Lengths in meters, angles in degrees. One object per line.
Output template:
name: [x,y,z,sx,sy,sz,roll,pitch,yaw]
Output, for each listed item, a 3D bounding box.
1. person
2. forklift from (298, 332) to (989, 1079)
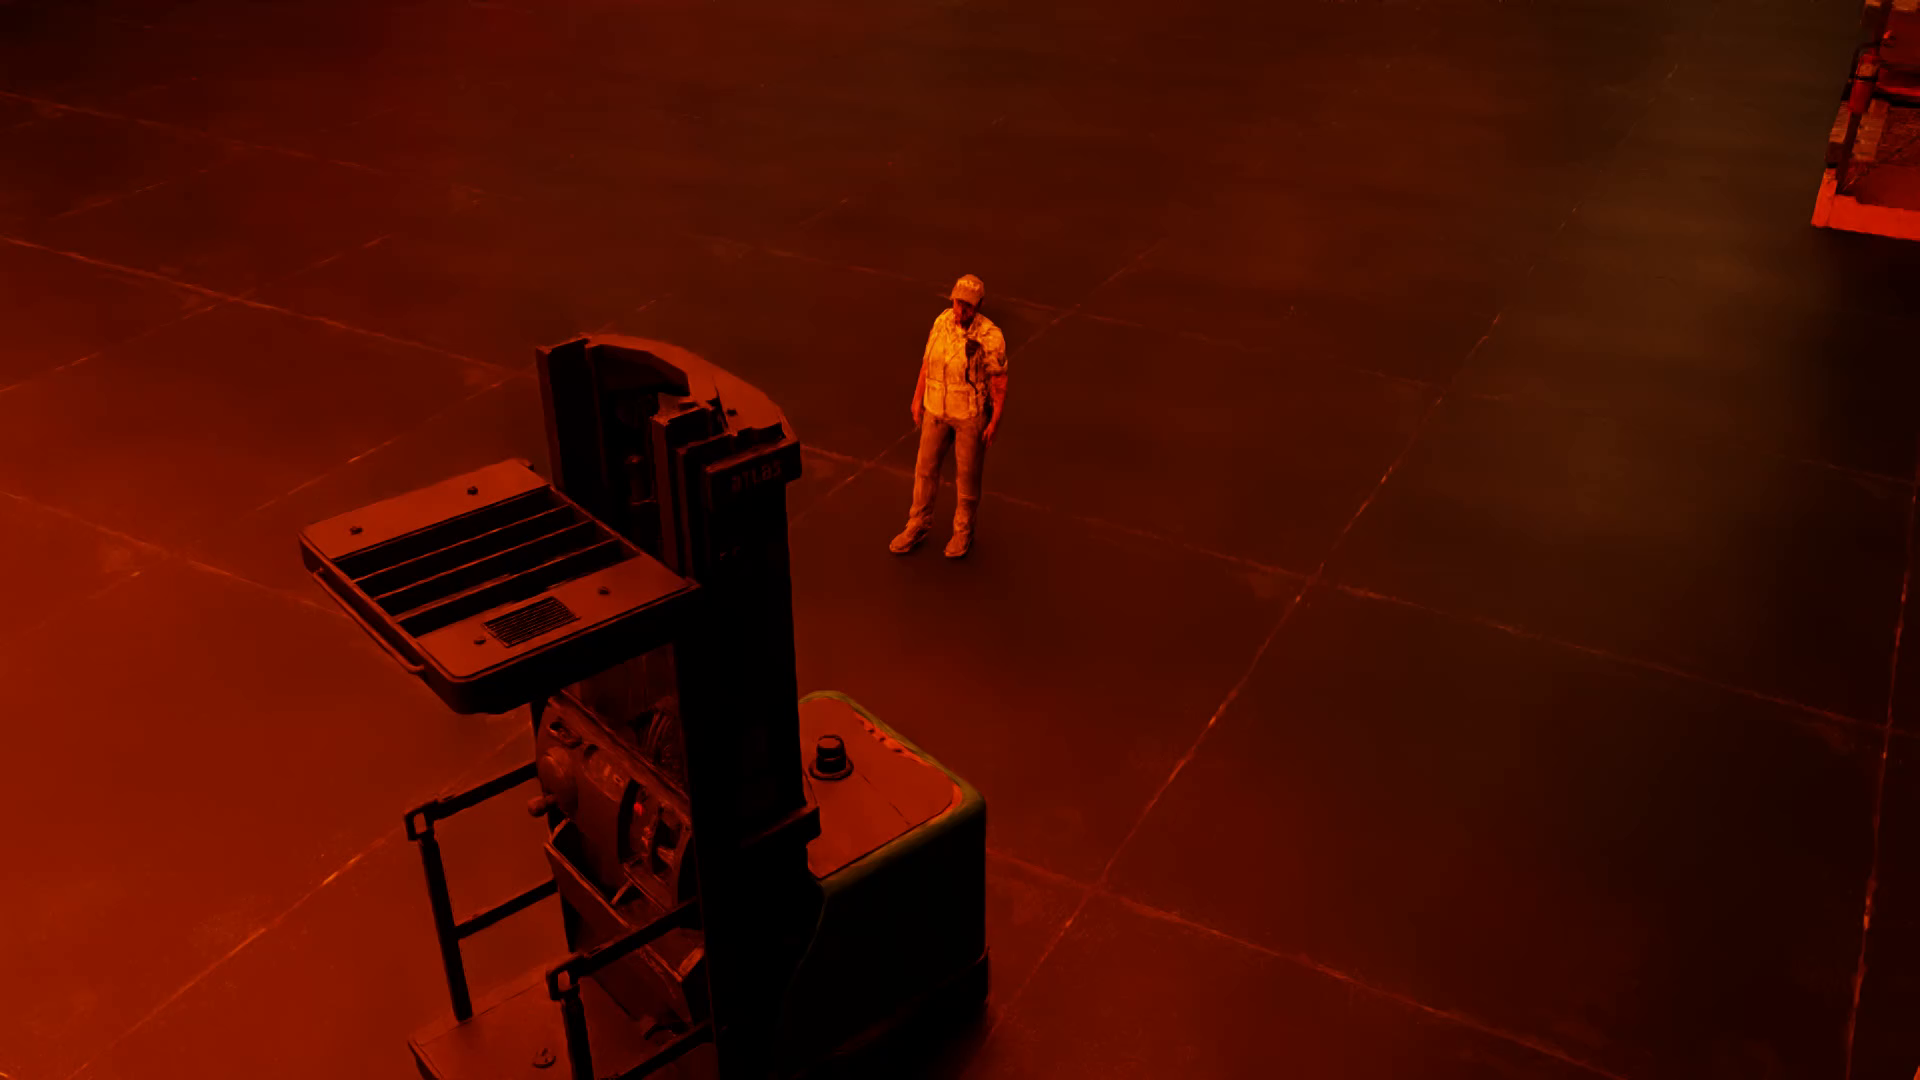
person: [-0.057,-0.700,9.534,0.598,1.669,0.529,15,33,25]
forklift: [-1.329,0.916,5.484,3.031,2.935,1.130,-24,37,-35]
